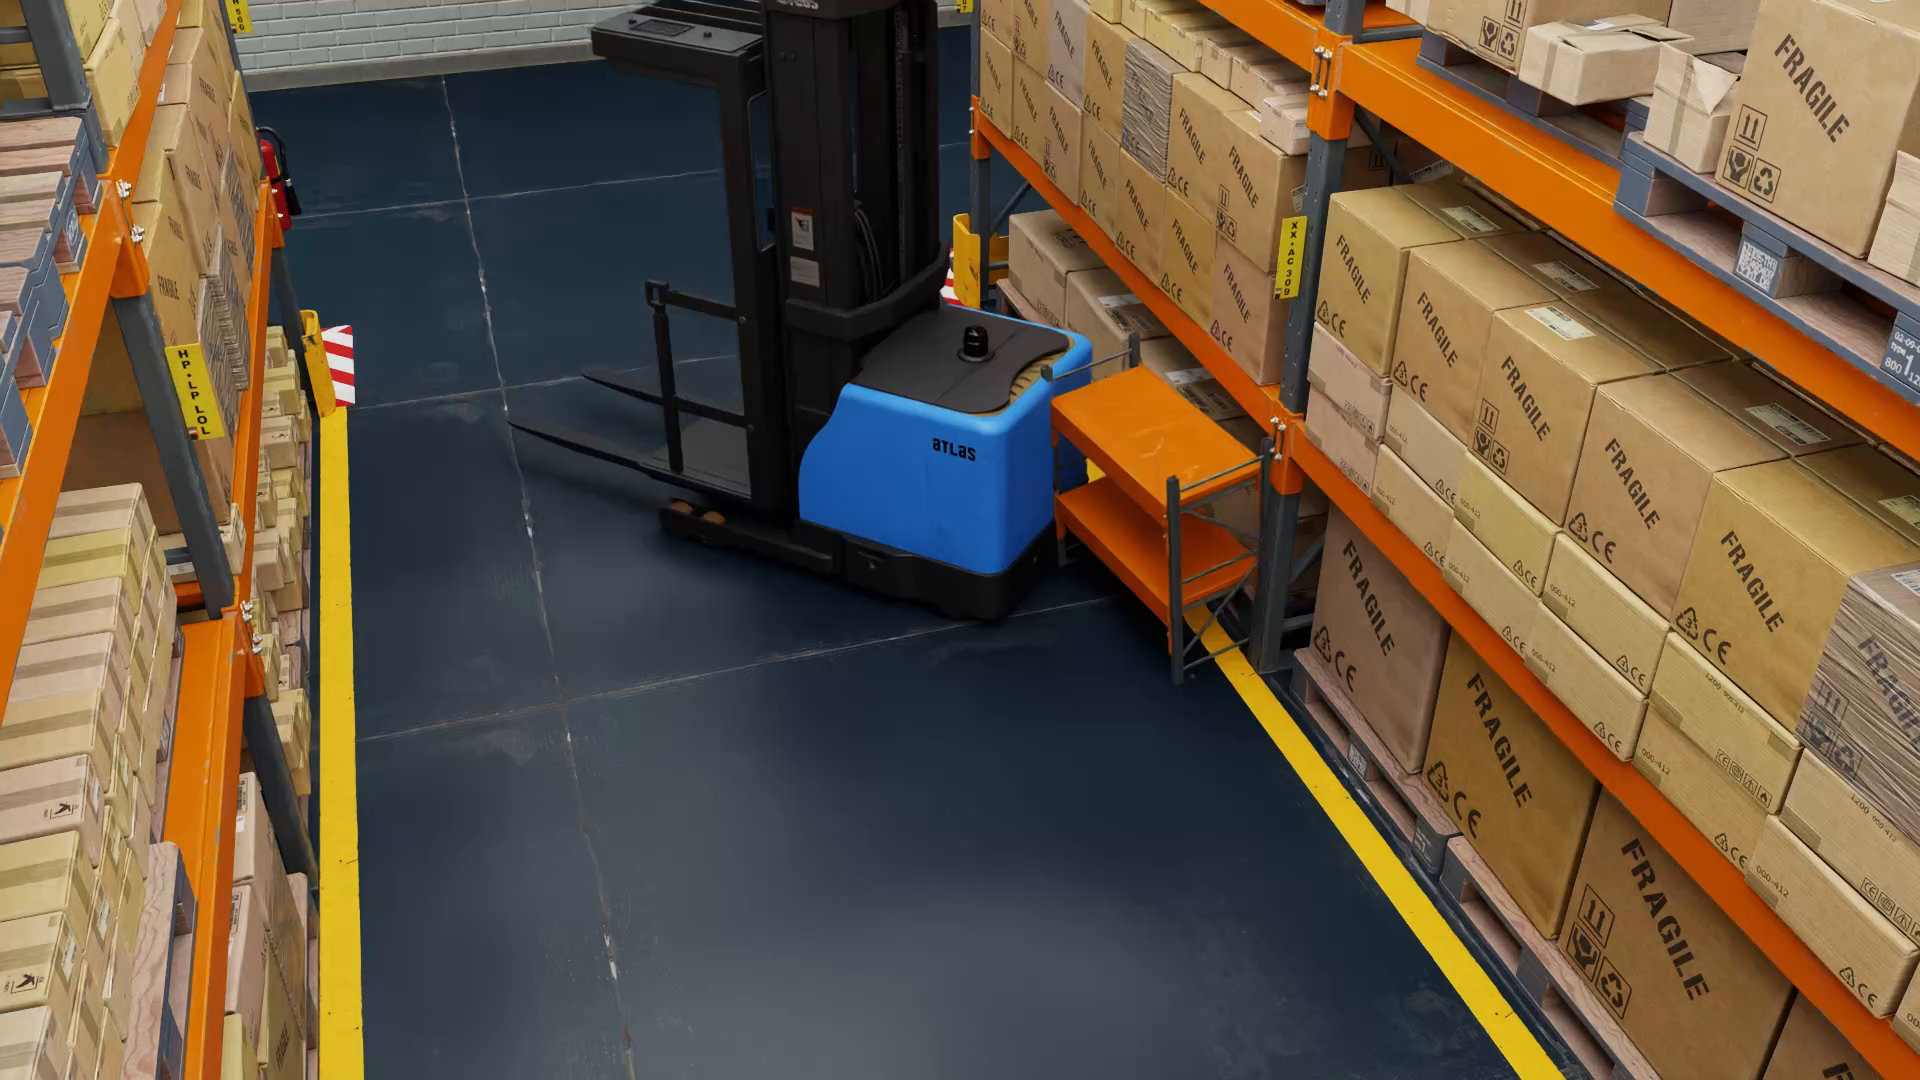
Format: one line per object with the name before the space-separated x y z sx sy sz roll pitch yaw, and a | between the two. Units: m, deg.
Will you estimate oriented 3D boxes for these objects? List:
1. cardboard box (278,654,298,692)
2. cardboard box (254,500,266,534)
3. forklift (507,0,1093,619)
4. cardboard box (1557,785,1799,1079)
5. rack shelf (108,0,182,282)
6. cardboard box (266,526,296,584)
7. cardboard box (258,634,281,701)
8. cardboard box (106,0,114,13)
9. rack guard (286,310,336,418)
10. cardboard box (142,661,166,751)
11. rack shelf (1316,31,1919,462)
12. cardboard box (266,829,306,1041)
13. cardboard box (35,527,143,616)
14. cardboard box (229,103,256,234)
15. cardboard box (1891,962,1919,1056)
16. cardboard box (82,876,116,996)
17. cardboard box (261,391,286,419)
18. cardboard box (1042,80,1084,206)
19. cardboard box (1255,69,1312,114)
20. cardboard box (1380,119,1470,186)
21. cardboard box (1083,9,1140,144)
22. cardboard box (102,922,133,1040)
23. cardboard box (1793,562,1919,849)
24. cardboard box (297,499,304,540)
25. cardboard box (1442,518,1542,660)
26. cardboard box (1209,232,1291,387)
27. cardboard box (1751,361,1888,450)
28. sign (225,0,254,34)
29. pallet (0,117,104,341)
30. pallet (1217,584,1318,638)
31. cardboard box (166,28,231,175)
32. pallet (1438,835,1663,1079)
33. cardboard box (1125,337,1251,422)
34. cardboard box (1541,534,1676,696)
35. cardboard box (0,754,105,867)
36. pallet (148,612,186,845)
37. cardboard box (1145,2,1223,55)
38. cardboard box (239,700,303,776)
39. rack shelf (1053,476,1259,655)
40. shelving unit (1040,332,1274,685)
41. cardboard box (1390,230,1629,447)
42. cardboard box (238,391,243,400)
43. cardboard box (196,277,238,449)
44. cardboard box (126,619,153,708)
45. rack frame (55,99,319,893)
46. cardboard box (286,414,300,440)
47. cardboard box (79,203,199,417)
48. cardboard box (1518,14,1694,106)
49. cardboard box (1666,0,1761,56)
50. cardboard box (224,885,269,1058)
cardboard box | -2.918 0.628 6.784 0.380 0.149 0.250 -10 35 -15
cardboard box | -3.228 -0.018 7.222 0.380 0.149 0.250 -11 35 -17
forklift | -0.910 -1.432 7.759 3.031 2.935 1.130 17 37 23
cardboard box | 2.598 1.201 5.258 0.875 0.875 0.875 -10 35 -14
rack shelf | -3.516 -1.881 6.307 1.077 0.370 4.000 -10 35 -15
cardboard box | -3.141 0.093 7.323 0.380 0.149 0.250 -10 35 -15
cardboard box | -2.842 0.516 6.413 0.380 0.149 0.250 -8 34 -12
cardboard box | -2.972 -1.832 5.264 0.500 0.250 0.500 -10 35 -15
rack guard | -4.103 -0.897 9.154 1.175 0.500 0.348 -10 35 -15
cardboard box | -2.443 0.493 4.630 0.380 0.149 0.250 -10 35 -15
rack shelf | 2.387 -0.666 4.469 1.077 0.370 4.000 -10 35 -15
cardboard box | -2.441 1.334 5.396 0.500 0.500 0.500 -11 35 -16
cardboard box | -2.515 0.121 4.654 0.380 0.149 0.250 -11 35 -16
cardboard box | -3.592 -1.681 7.713 0.500 0.500 0.500 -11 35 -16
cardboard box | 2.596 1.176 3.886 0.500 0.250 0.500 -11 35 -16
cardboard box | -2.123 0.922 3.711 0.380 0.149 0.250 -9 34 -13
cardboard box | -3.483 -0.575 8.065 0.380 0.149 0.250 -11 35 -17
cardboard box | 0.749 -2.075 8.579 0.500 0.500 0.500 -10 35 -15
cardboard box | 1.403 -1.759 6.606 0.380 0.149 0.250 -9 35 -14
cardboard box | 1.862 -1.515 6.823 0.500 0.500 0.500 -10 35 -14
cardboard box | 0.914 -2.223 7.896 0.500 0.500 0.500 -10 35 -15
cardboard box | -2.115 1.049 3.789 0.380 0.149 0.250 -11 35 -16
cardboard box | 2.426 0.381 3.955 0.500 0.500 0.500 -9 35 -14
cardboard box | -3.304 -0.055 7.818 0.380 0.149 0.250 -9 35 -14
cardboard box | 1.960 0.116 5.489 0.500 0.250 0.500 -10 35 -15
cardboard box | 1.392 -1.007 6.963 0.500 0.500 0.500 -10 35 -14
cardboard box | 2.625 -0.222 4.868 0.500 0.500 0.500 -9 35 -14
sign | -3.592 -2.677 8.244 0.100 0.325 0.005 -10 35 -15
pallet | -2.819 -0.710 4.054 1.213 0.211 1.003 -10 35 -15
pallet | 1.620 -0.014 8.080 1.003 0.211 1.213 -10 35 -15
cardboard box | -3.428 -1.827 7.026 0.500 0.500 0.500 -8 34 -12
pallet | 2.460 1.433 5.891 1.003 0.211 1.213 -10 35 -15
cardboard box | 1.414 -0.689 8.515 0.875 0.438 0.875 -11 35 -16
cardboard box | 2.113 0.171 4.953 0.500 0.250 0.500 -11 35 -16
cardboard box | -2.201 0.664 3.831 0.380 0.149 0.250 -12 35 -17
pallet | -2.812 0.626 4.755 1.003 0.211 1.213 -10 35 -15
cardboard box | 1.050 -2.284 7.400 0.380 0.149 0.250 -11 35 -16
cardboard box | -2.712 0.767 6.304 0.380 0.149 0.250 -8 34 -13
rack shelf | 0.896 0.045 7.561 0.538 0.278 1.000 -22 40 -18
shelving unit | 0.872 -0.147 7.411 0.538 1.125 1.048 -22 40 -18
cardboard box | 1.819 -0.682 5.564 0.500 0.500 0.500 -10 35 -15
cardboard box | -3.129 -0.662 6.758 0.380 0.149 0.250 -9 34 -13
cardboard box | -2.975 -0.606 6.086 0.500 0.500 0.500 -10 35 -15
cardboard box | -2.442 0.371 4.545 0.380 0.149 0.250 -9 34 -13
rack frame | -2.906 0.121 5.347 1.000 3.000 0.127 -10 35 -15
cardboard box | -3.533 -0.588 8.354 0.380 0.149 0.250 -11 35 -17
cardboard box | -2.812 -0.740 5.382 0.500 0.500 0.500 -9 35 -14
cardboard box | 1.830 -1.371 4.714 0.380 0.166 0.250 -12 35 -18
cardboard box | 2.246 -1.727 5.122 0.500 0.311 0.500 -10 35 -15
cardboard box | -2.294 1.296 4.774 0.500 0.250 0.500 -8 34 -12
